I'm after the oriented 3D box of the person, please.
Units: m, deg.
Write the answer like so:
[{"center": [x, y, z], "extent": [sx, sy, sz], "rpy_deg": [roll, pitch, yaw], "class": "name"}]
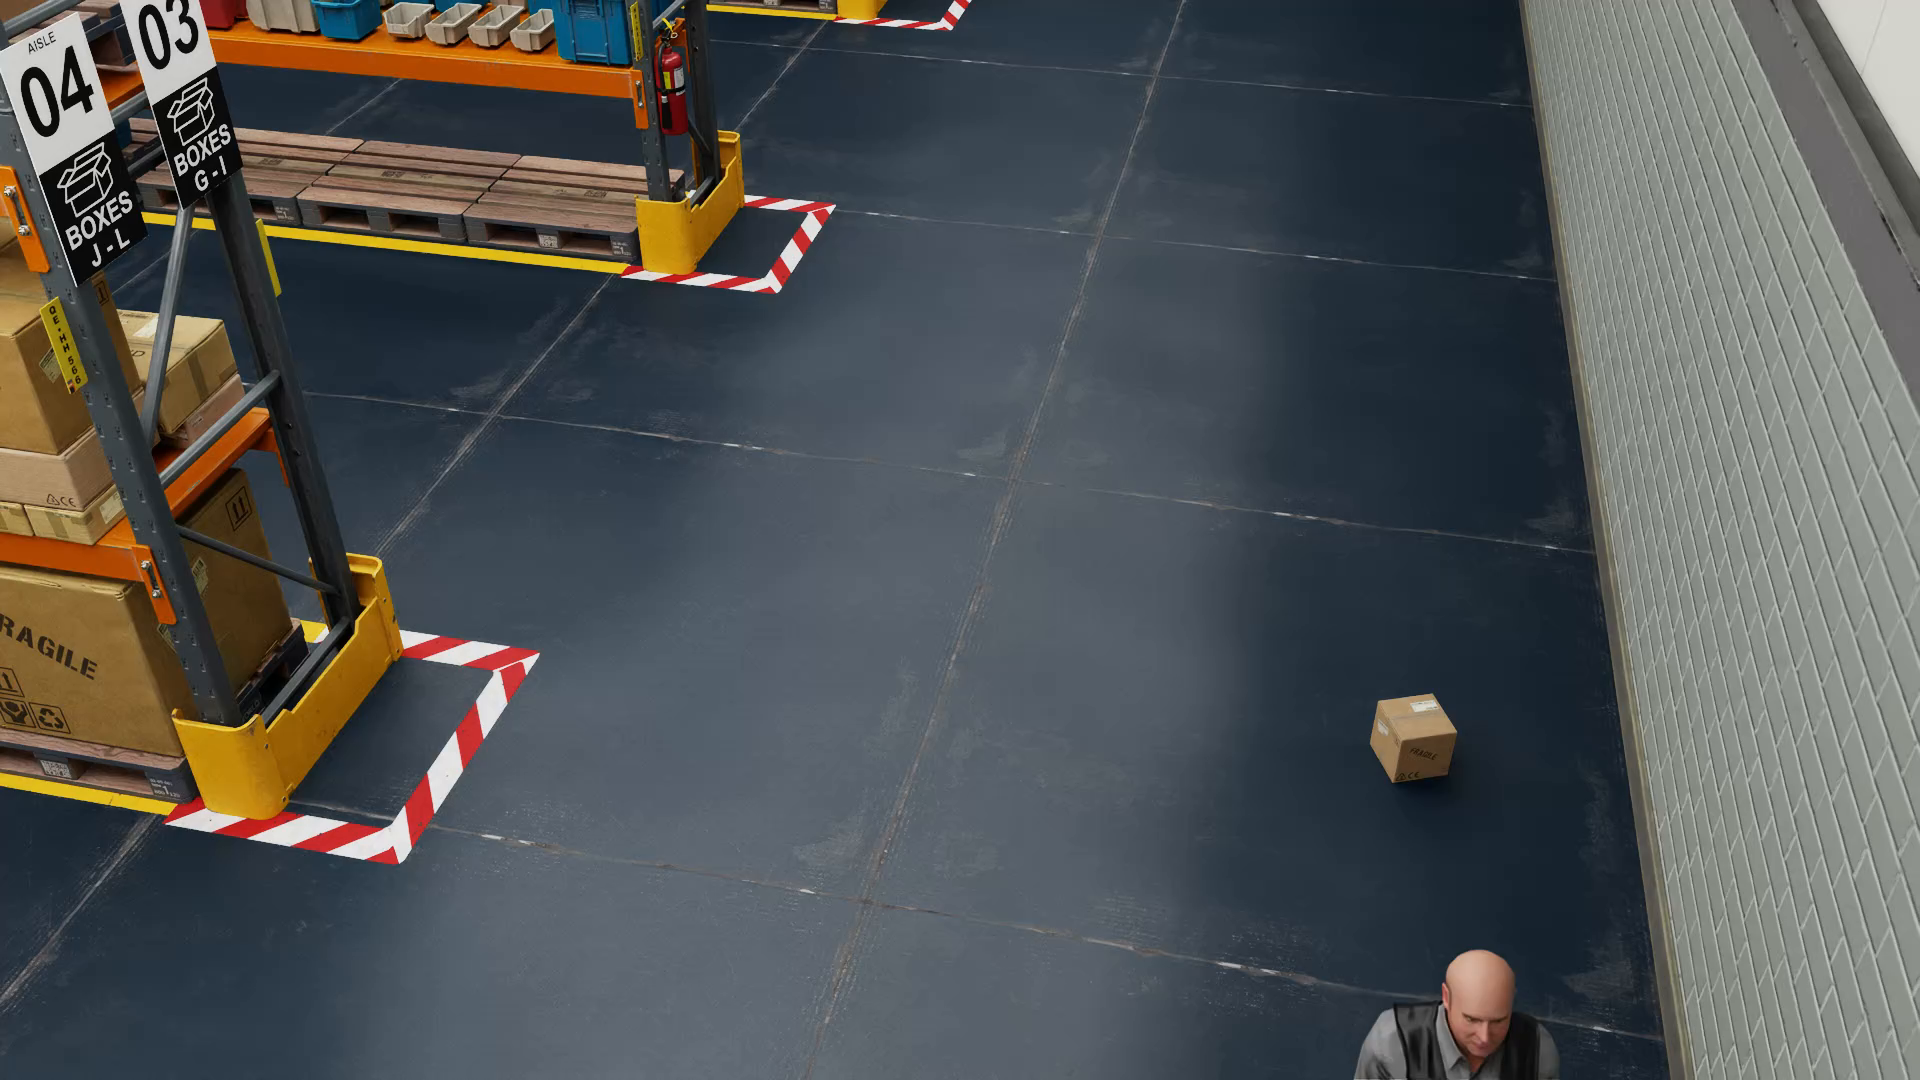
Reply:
[{"center": [1.300, 1.781, 4.572], "extent": [0.538, 1.745, 0.378], "rpy_deg": [2, 36, 2], "class": "person"}]
